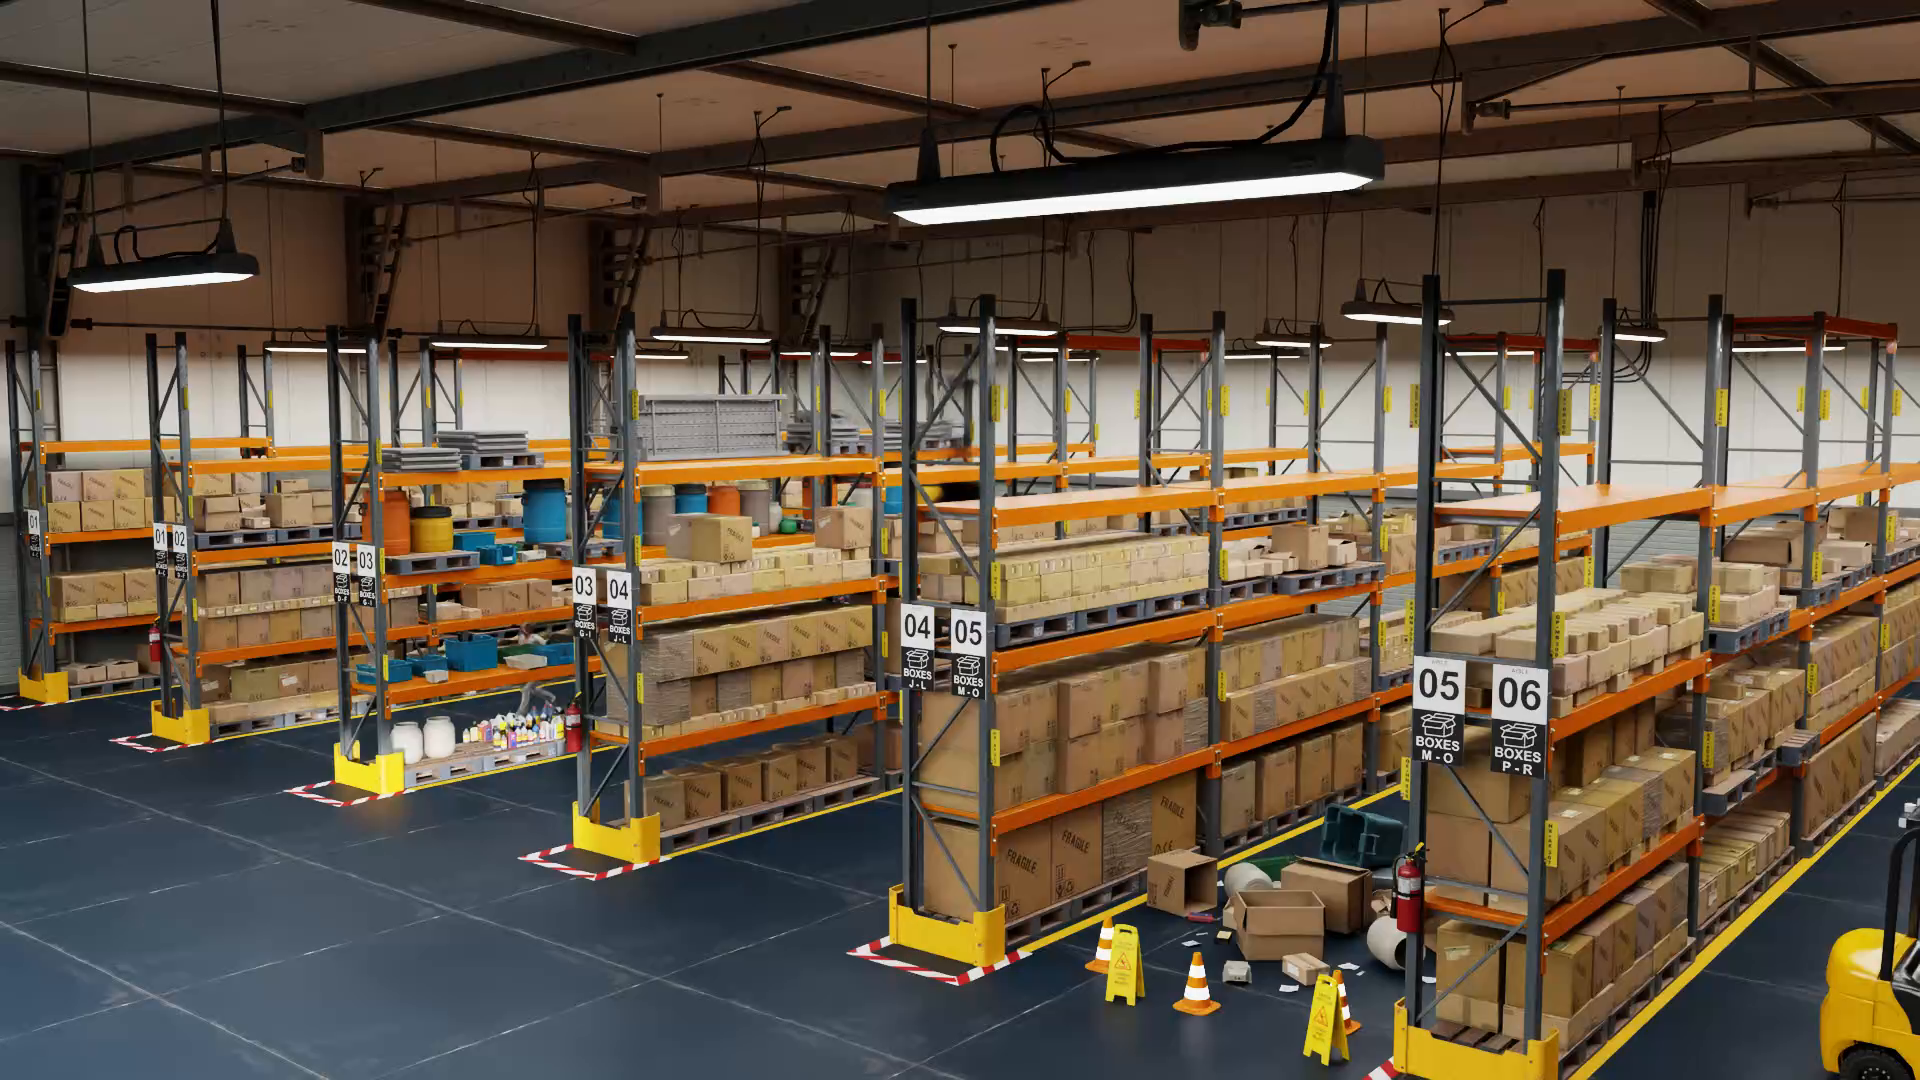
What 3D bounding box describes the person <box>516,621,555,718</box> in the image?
[{"bbox_3d":[-6.671,2.049,25.994,0.564,1.567,0.921,3,6,29],"label":"person"}]
